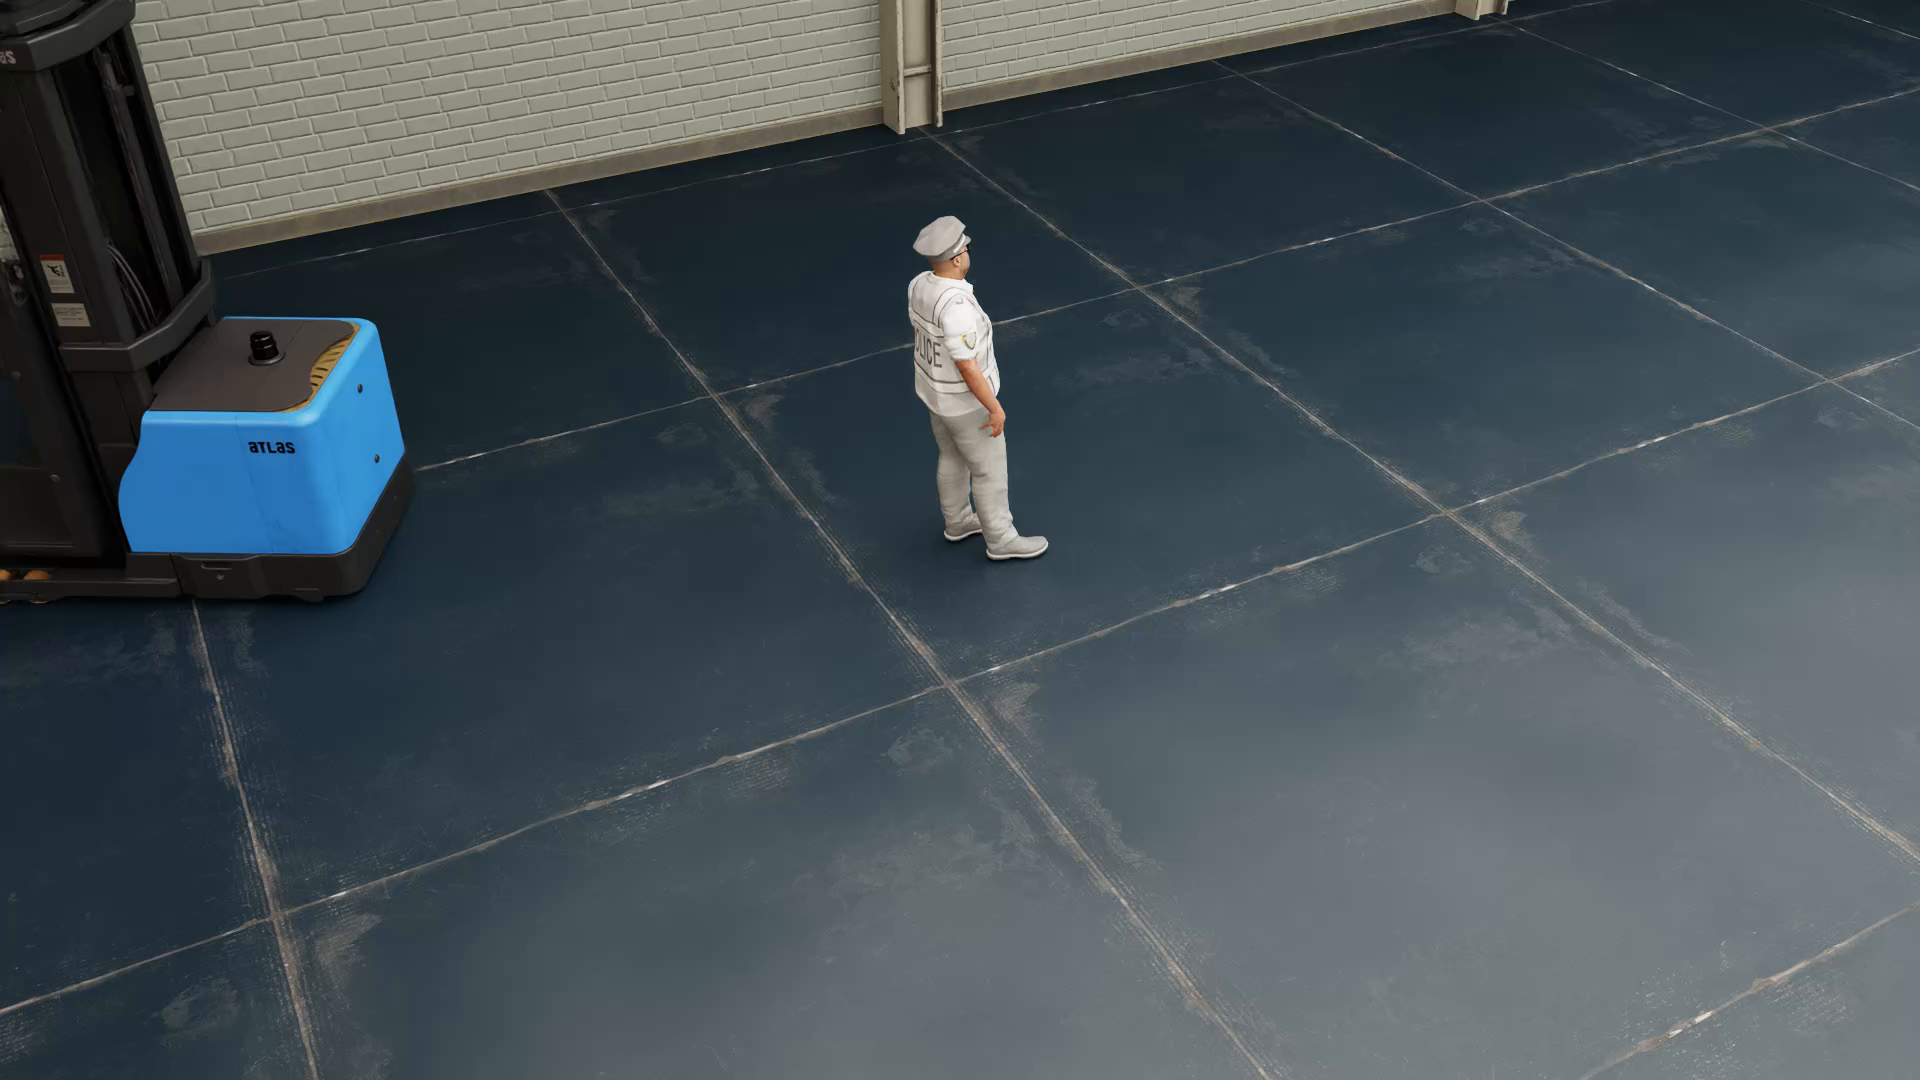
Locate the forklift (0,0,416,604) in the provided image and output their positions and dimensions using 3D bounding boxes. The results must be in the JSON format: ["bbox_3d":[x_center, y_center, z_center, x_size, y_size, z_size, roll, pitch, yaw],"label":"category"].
[{"bbox_3d":[-4.445,-1.187,7.802,3.031,2.935,1.130,1,35,1],"label":"forklift"}]

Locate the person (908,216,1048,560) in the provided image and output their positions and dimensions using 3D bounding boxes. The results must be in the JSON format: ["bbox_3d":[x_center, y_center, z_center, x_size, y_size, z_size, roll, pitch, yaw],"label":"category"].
[{"bbox_3d":[0.074,-0.750,8.165,0.574,1.781,0.641,-17,39,-23],"label":"person"}]
